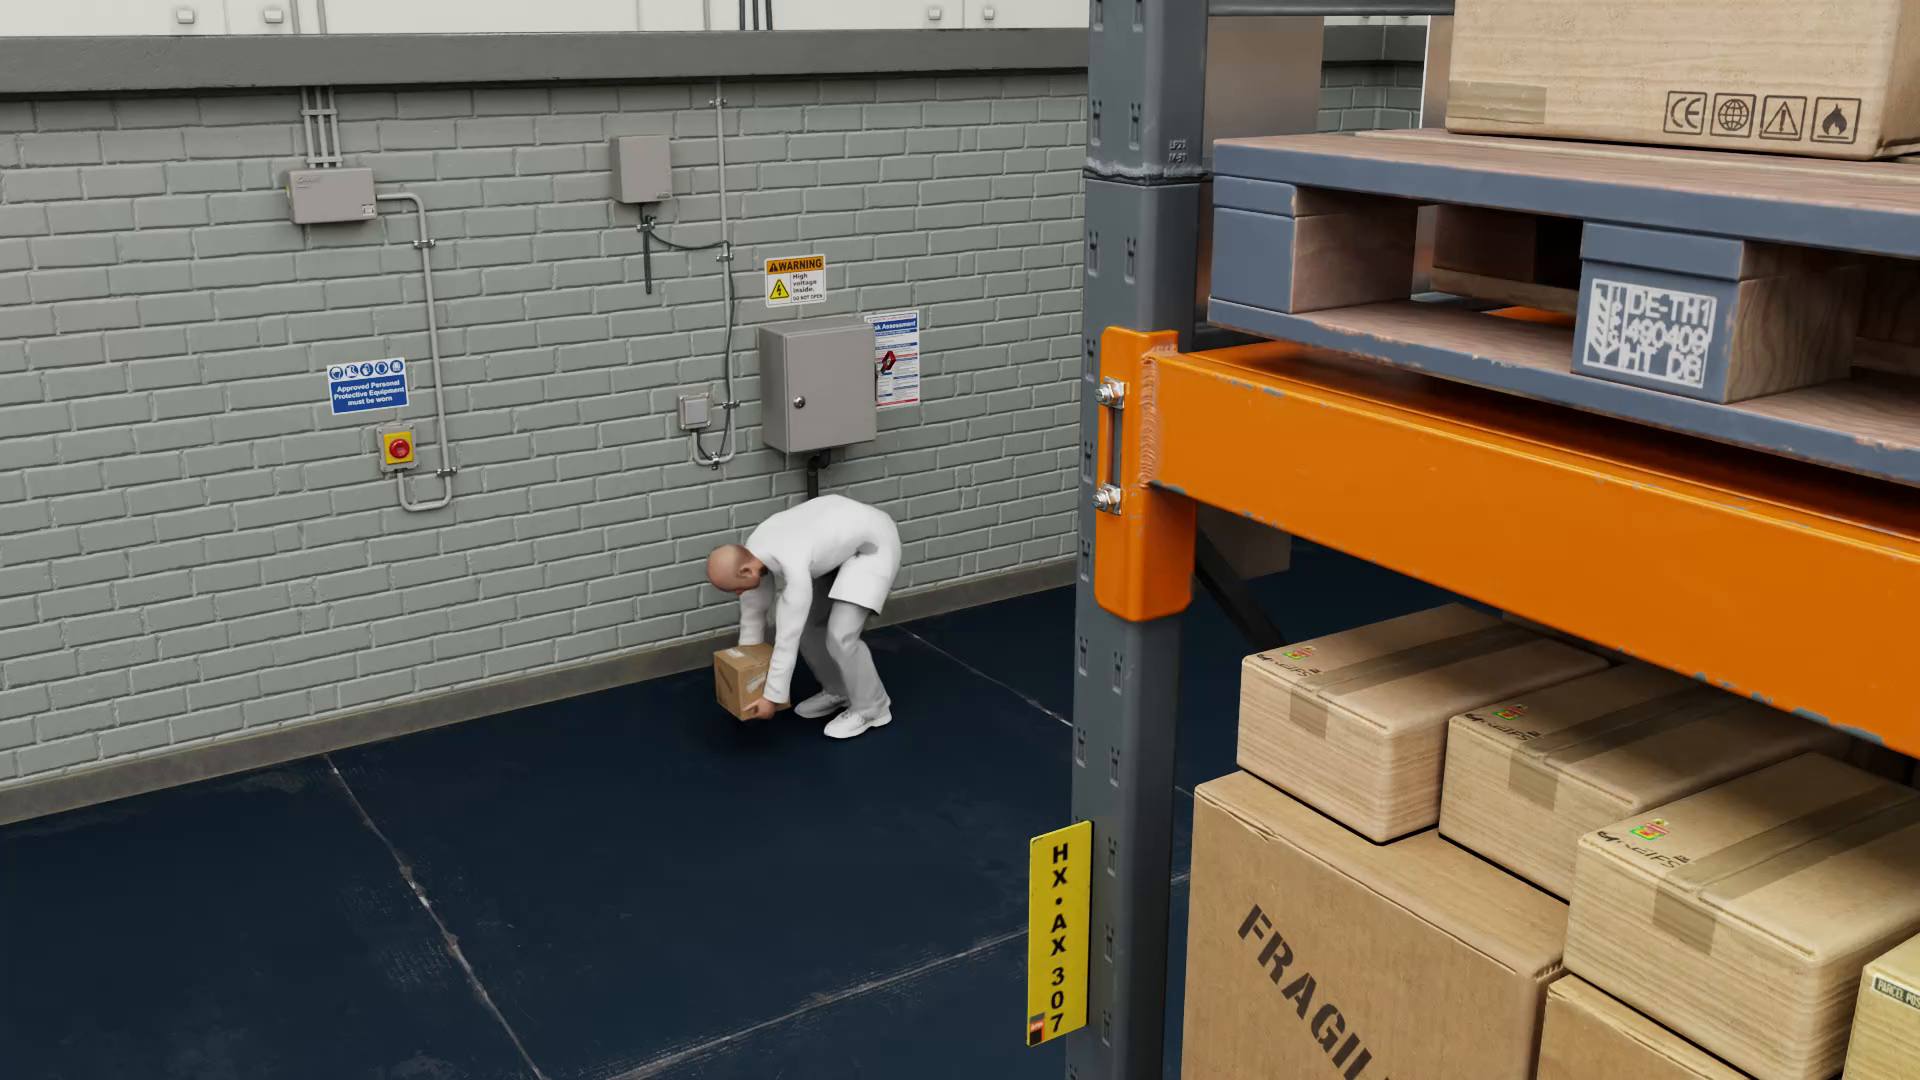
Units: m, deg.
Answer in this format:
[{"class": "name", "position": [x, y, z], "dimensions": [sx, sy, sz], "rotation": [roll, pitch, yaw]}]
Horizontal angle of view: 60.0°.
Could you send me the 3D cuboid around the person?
[{"class": "person", "position": [-0.705, 0.366, 7.563], "dimensions": [0.950, 1.090, 0.579], "rotation": [-12, 22, -34]}]
